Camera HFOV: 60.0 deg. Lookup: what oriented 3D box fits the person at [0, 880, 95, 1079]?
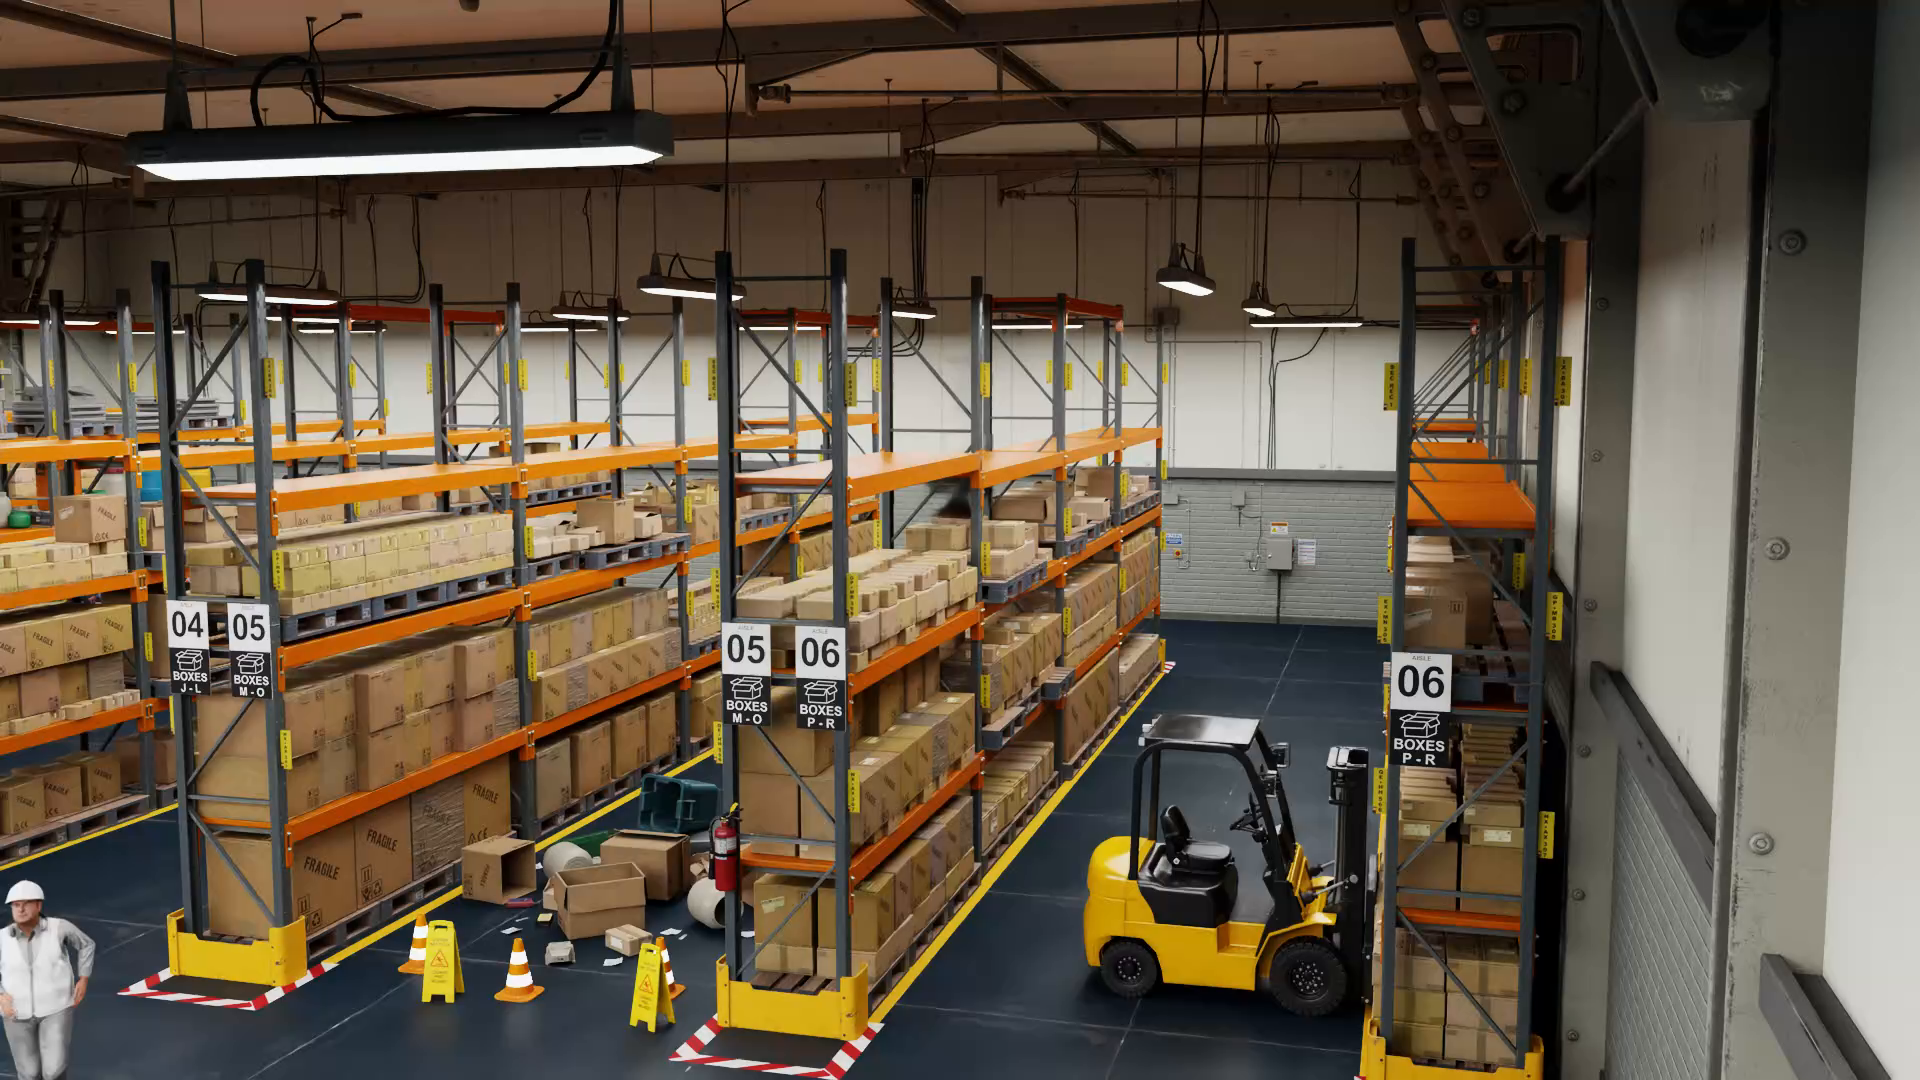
[{"bbox_3d":[-6.144,3.129,11.078,0.669,1.735,0.618,-2,6,-21],"label":"person"}]
